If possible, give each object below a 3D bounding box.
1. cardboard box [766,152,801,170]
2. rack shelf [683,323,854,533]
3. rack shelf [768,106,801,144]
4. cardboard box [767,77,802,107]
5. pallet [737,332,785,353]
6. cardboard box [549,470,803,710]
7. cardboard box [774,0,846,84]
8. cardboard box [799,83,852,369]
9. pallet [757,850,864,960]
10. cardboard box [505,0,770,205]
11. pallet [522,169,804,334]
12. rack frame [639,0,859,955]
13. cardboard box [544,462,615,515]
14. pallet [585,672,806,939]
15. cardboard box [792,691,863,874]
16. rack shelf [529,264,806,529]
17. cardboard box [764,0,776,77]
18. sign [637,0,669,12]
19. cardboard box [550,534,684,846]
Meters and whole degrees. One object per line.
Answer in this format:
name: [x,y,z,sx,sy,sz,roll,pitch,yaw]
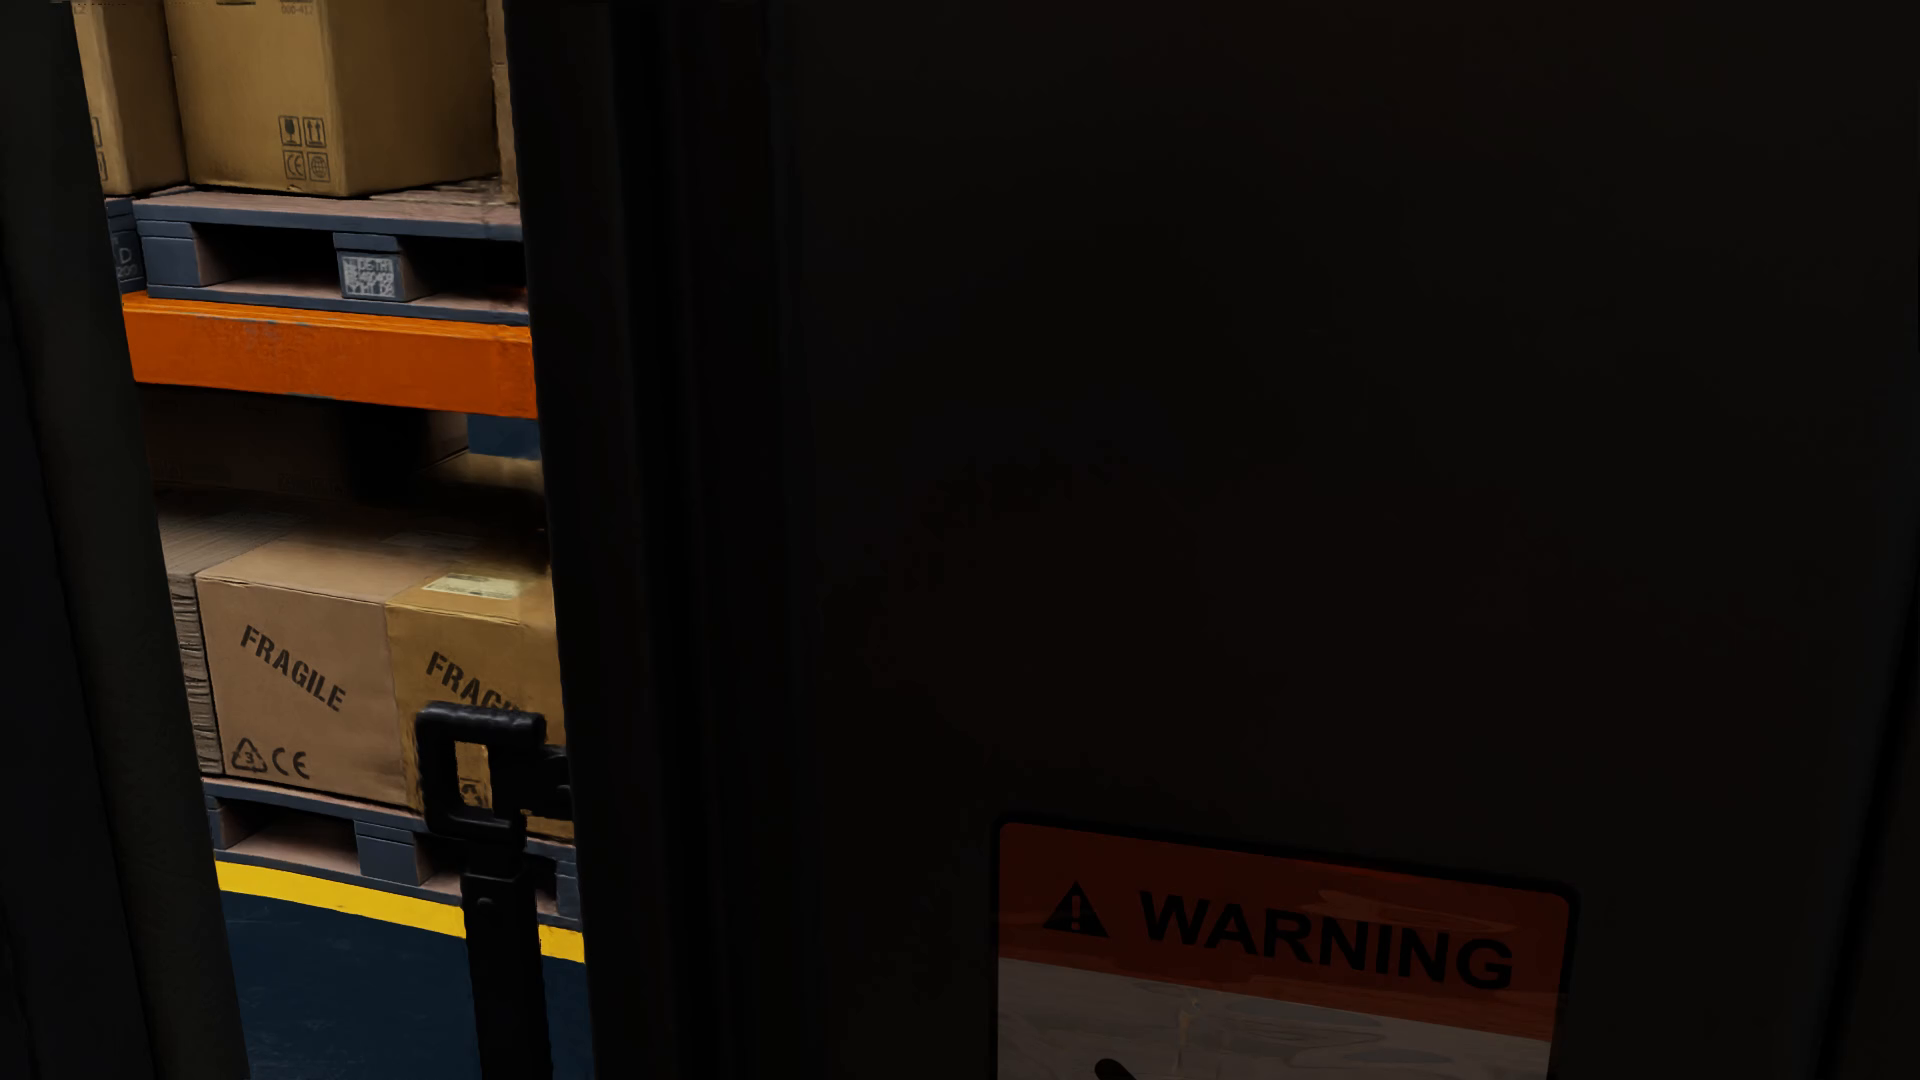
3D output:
cardboard box: [-1.031,-1.634,8.834,0.750,0.750,0.750,6,20,18]
rack shelf: [1.538,-0.139,3.010,4.000,0.370,1.077,7,20,18]
rack shelf: [-0.619,-2.112,8.670,4.000,0.370,1.077,7,20,18]
cardboard box: [-0.820,-2.288,8.435,0.250,0.149,0.380,7,20,18]
pallet: [-0.639,-1.110,8.939,1.213,0.211,1.003,7,20,18]
cardboard box: [-0.729,0.150,4.218,0.500,0.500,0.500,6,20,16]
cardboard box: [0.001,-1.076,2.934,0.500,0.500,0.500,7,20,19]
cardboard box: [0.040,-0.602,3.094,0.500,0.500,0.500,7,20,19]
pallet: [0.297,0.697,3.757,1.213,0.211,1.003,7,20,18]
cardboard box: [-0.726,-1.061,3.773,0.500,0.500,0.700,0,19,0]
pallet: [-1.071,-0.724,3.888,1.213,0.211,1.003,7,20,18]
rack frame: [-0.352,-0.695,3.512,0.127,3.000,1.000,7,20,18]
cardboard box: [-1.236,0.096,4.373,0.500,0.500,0.500,7,20,19]
pallet: [-1.132,0.546,4.189,1.213,0.211,1.003,7,20,18]
cardboard box: [-0.026,0.480,3.559,0.500,0.311,0.500,7,20,18]
rack shelf: [-2.241,-0.571,4.250,4.000,0.370,1.077,7,20,18]
cardboard box: [-0.679,-2.565,8.244,0.500,0.500,0.500,7,20,20]
sign: [-0.530,-1.068,2.825,0.005,0.325,0.100,7,20,18]
cardboard box: [-0.912,0.314,3.748,0.500,0.500,0.500,6,20,18]
